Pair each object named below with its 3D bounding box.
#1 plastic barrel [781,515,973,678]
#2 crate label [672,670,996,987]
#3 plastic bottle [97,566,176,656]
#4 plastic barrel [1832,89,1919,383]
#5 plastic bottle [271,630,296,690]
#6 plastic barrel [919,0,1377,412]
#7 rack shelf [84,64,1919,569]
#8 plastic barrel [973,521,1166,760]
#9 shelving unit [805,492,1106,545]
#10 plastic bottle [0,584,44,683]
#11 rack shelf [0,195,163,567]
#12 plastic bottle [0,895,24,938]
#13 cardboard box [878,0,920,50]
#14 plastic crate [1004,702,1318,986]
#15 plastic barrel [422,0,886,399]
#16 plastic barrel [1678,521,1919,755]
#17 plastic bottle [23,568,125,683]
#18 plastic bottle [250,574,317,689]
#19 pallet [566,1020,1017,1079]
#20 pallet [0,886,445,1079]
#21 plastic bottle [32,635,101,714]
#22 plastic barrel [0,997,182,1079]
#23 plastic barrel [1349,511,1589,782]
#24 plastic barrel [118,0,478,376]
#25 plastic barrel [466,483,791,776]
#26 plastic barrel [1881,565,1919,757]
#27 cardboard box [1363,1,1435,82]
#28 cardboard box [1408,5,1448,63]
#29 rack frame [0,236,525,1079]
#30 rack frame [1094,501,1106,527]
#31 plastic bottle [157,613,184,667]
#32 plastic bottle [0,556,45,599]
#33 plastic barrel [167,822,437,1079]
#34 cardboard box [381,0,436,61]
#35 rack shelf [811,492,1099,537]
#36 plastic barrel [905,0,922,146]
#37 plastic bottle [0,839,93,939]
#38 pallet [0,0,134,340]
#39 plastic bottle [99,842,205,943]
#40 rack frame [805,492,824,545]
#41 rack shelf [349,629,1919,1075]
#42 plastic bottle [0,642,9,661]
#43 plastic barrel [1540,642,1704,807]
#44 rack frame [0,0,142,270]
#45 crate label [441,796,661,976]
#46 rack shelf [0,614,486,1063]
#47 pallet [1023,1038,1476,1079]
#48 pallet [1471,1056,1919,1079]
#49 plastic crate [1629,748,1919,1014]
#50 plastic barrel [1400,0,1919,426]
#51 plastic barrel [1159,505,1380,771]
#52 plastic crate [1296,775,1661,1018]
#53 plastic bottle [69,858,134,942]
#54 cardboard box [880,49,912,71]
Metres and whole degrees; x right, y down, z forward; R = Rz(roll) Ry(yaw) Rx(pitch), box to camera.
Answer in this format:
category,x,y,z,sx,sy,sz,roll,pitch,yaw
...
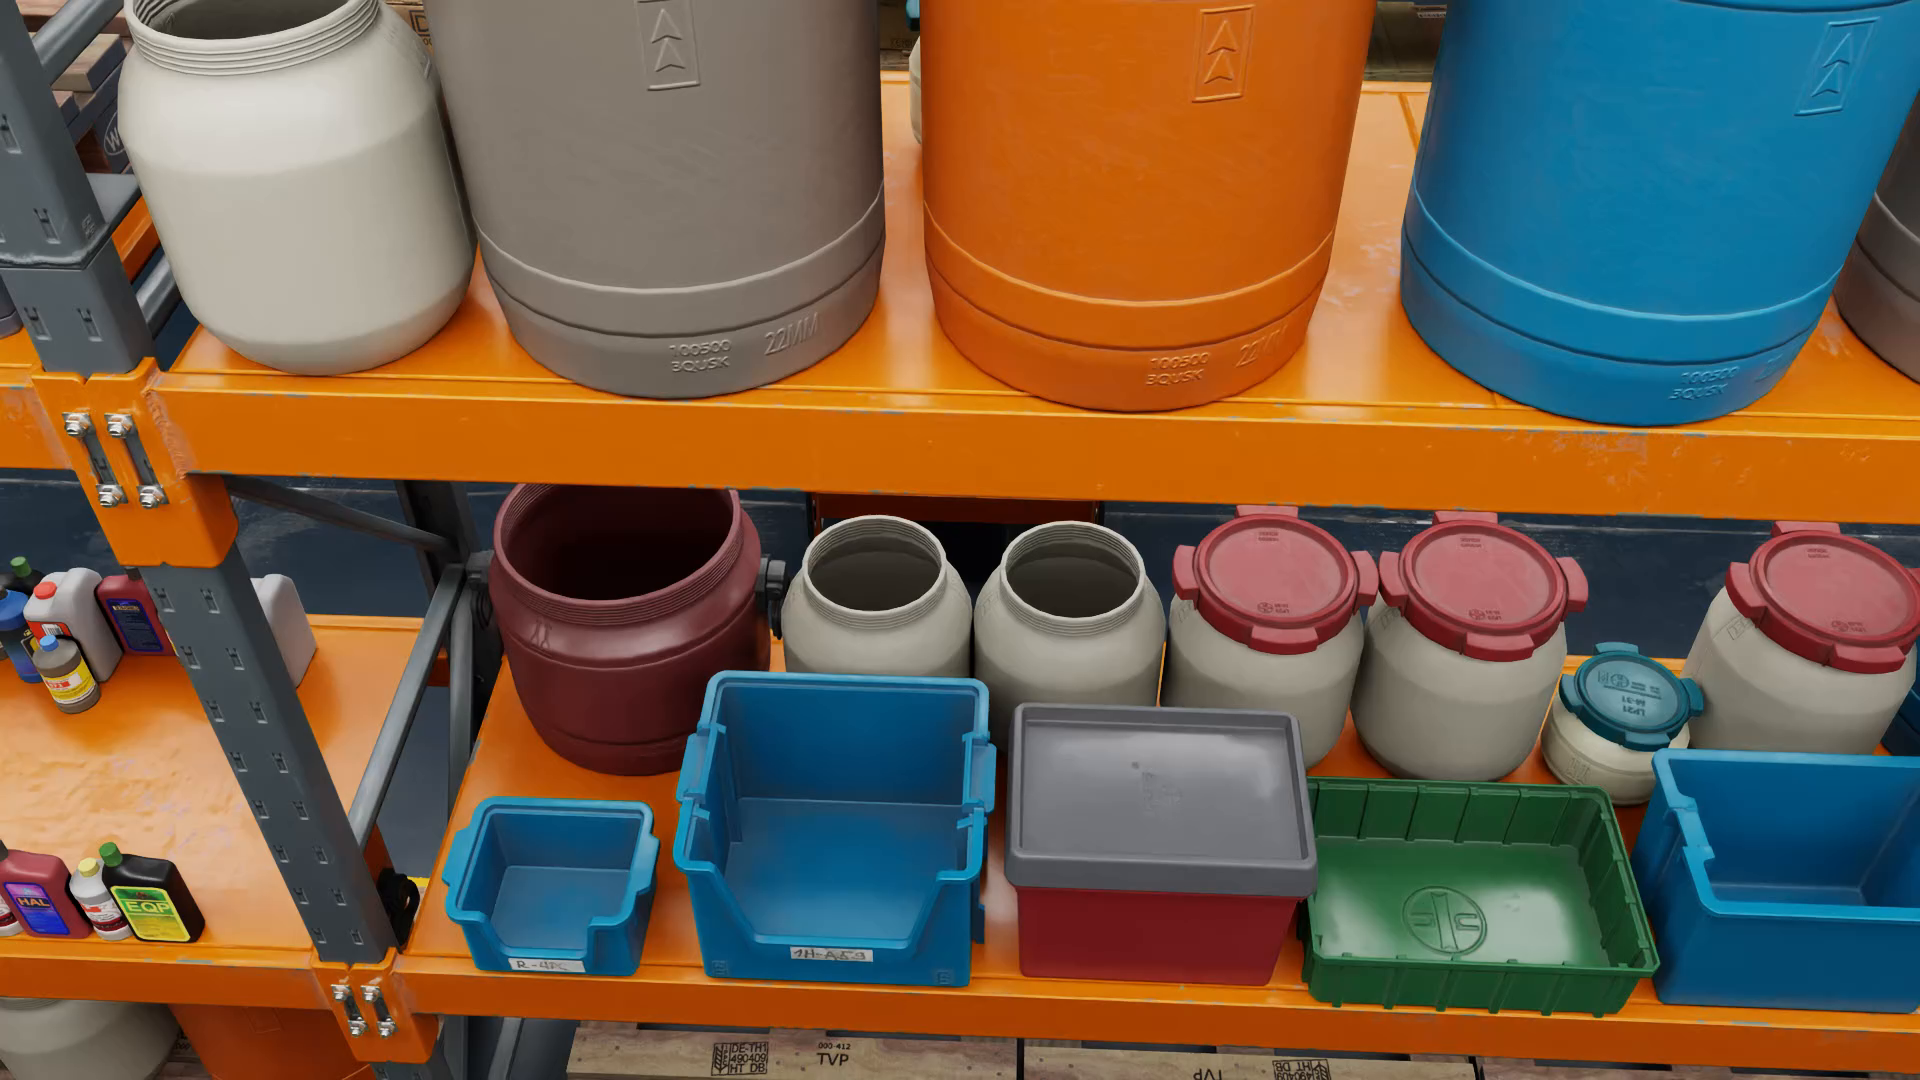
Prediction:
category,x,y,z,sx,sy,sz,roll,pitch,yaw
plastic barrel,-0.182,0.237,3.713,0.421,0.512,0.421,0,43,0
crate label,-0.239,0.594,3.386,0.616,0.435,0.502,2,43,2
plastic bottle,-1.963,0.160,3.963,0.133,0.283,0.061,2,43,2
plastic barrel,1.605,-0.654,2.183,0.600,0.901,0.600,0,43,0
plastic bottle,-1.644,0.307,3.810,0.135,0.276,0.152,2,43,2
plastic barrel,0.245,-0.670,2.253,0.708,0.830,0.600,2,43,2
rack shelf,0.779,-0.381,2.786,4.000,0.370,1.077,2,43,2
plastic barrel,0.239,0.250,3.699,0.421,0.512,0.421,0,43,0
shelving unit,-0.007,-0.412,5.867,1.048,1.125,0.538,2,43,2
plastic bottle,-2.217,0.211,3.918,0.097,0.271,0.097,0,43,0
rack shelf,-3.217,-0.504,2.917,4.000,0.370,1.077,2,43,2
plastic bottle,-1.988,0.720,3.423,0.097,0.201,0.097,0,43,0
cardboard box,-0.326,-2.501,7.695,0.500,0.250,0.500,3,43,4
plastic crate,0.381,0.626,3.330,0.583,0.464,0.402,2,43,2
plastic barrel,-0.409,-0.716,2.250,0.600,0.901,0.600,0,43,0
plastic barrel,1.831,0.286,3.642,0.433,0.535,0.433,0,43,0
plastic bottle,-2.099,0.190,3.937,0.135,0.276,0.152,2,43,2
plastic bottle,-1.637,0.204,3.922,0.135,0.276,0.152,2,43,2
pallet,-0.447,1.462,4.525,1.213,0.211,1.003,2,43,2
pallet,-2.009,1.416,4.575,1.213,0.211,1.003,2,43,2
plastic bottle,-2.086,0.303,3.870,0.097,0.201,0.097,0,43,0
plastic barrel,-2.277,1.189,4.291,0.421,0.512,0.421,0,43,0
plastic barrel,1.098,0.264,3.667,0.433,0.535,0.433,0,43,0
plastic barrel,-0.923,-0.528,2.334,0.421,0.512,0.421,0,43,0
plastic barrel,-0.742,0.150,3.788,0.708,0.536,0.600,2,43,2
plastic barrel,2.404,0.113,3.560,0.708,0.901,0.600,2,43,2
cardboard box,1.912,-2.165,7.885,0.500,0.500,0.700,2,43,2
cardboard box,2.387,-2.138,7.855,0.500,0.500,0.700,-1,43,-1
rack frame,-1.219,0.392,3.629,0.127,3.000,1.000,2,43,2
rack frame,0.501,-0.396,5.850,0.032,1.125,0.500,2,43,2
plastic bottle,-1.849,0.206,3.974,0.097,0.201,0.097,0,43,0
plastic bottle,-2.231,0.152,3.972,0.133,0.283,0.061,2,43,2
plastic barrel,-1.709,1.029,4.229,0.708,0.830,0.600,2,43,2
cardboard box,-2.575,-2.425,7.903,0.875,0.875,1.225,2,43,2
rack shelf,-0.007,-0.233,6.033,1.000,0.278,0.538,2,43,2
plastic barrel,0.062,-0.775,2.782,0.301,0.262,0.301,0,43,0
plastic bottle,-1.873,0.706,3.378,0.133,0.283,0.061,2,43,2
pallet,-1.979,-0.727,2.767,1.213,0.211,1.003,2,43,2
plastic bottle,-1.643,0.713,3.370,0.133,0.283,0.061,2,43,2
rack frame,-0.515,-0.427,5.884,0.032,1.125,0.500,2,43,2
rack shelf,0.779,0.717,3.808,4.000,0.370,1.077,2,43,2
plastic bottle,-2.347,0.191,3.990,0.097,0.201,0.097,0,43,0
plastic barrel,1.461,0.420,3.700,0.301,0.262,0.301,0,43,0
rack frame,-1.219,-1.803,1.584,0.127,3.000,1.000,2,43,2
crate label,-0.815,0.721,3.398,0.416,0.233,0.303,2,43,2
rack shelf,-3.217,0.594,3.940,4.000,0.370,1.077,2,43,2
pallet,0.768,1.502,4.483,1.213,0.211,1.003,2,43,2
pallet,1.990,1.537,4.445,1.213,0.211,1.003,2,43,2
plastic crate,1.661,0.699,3.311,0.575,0.384,0.392,2,43,2
plastic barrel,0.952,-0.674,2.205,0.708,0.901,0.600,2,43,2
plastic barrel,0.666,0.250,3.681,0.433,0.535,0.433,0,43,0
plastic crate,1.024,0.731,3.420,0.662,0.188,0.450,2,43,2
plastic bottle,-1.757,0.727,3.415,0.097,0.201,0.097,0,43,0
cardboard box,-0.326,-2.220,7.944,0.500,0.500,0.700,0,43,0
